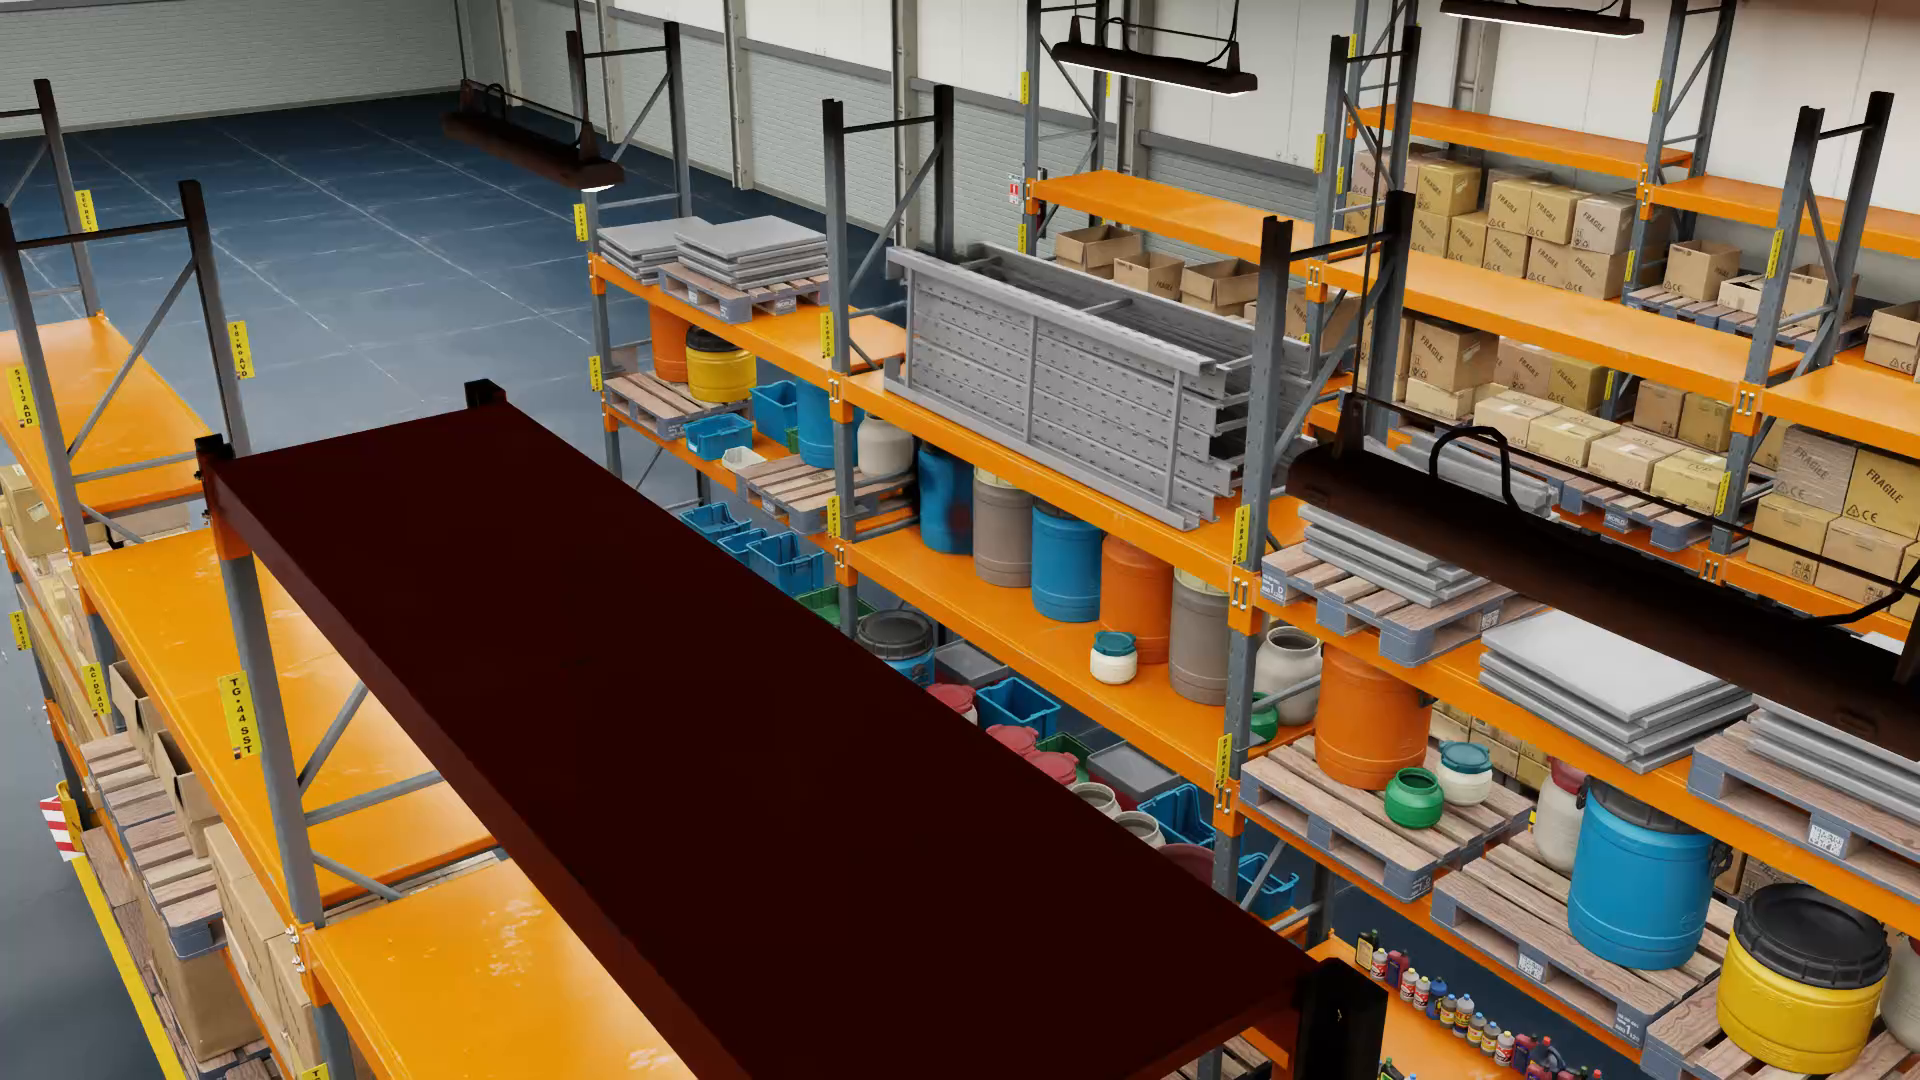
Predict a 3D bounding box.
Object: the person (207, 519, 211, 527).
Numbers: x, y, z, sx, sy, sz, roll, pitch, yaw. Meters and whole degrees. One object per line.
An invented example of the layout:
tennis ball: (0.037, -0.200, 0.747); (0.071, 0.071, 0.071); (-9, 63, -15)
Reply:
person: (-6.832, 0.470, 16.061); (0.847, 1.658, 0.734); (11, 27, 22)
